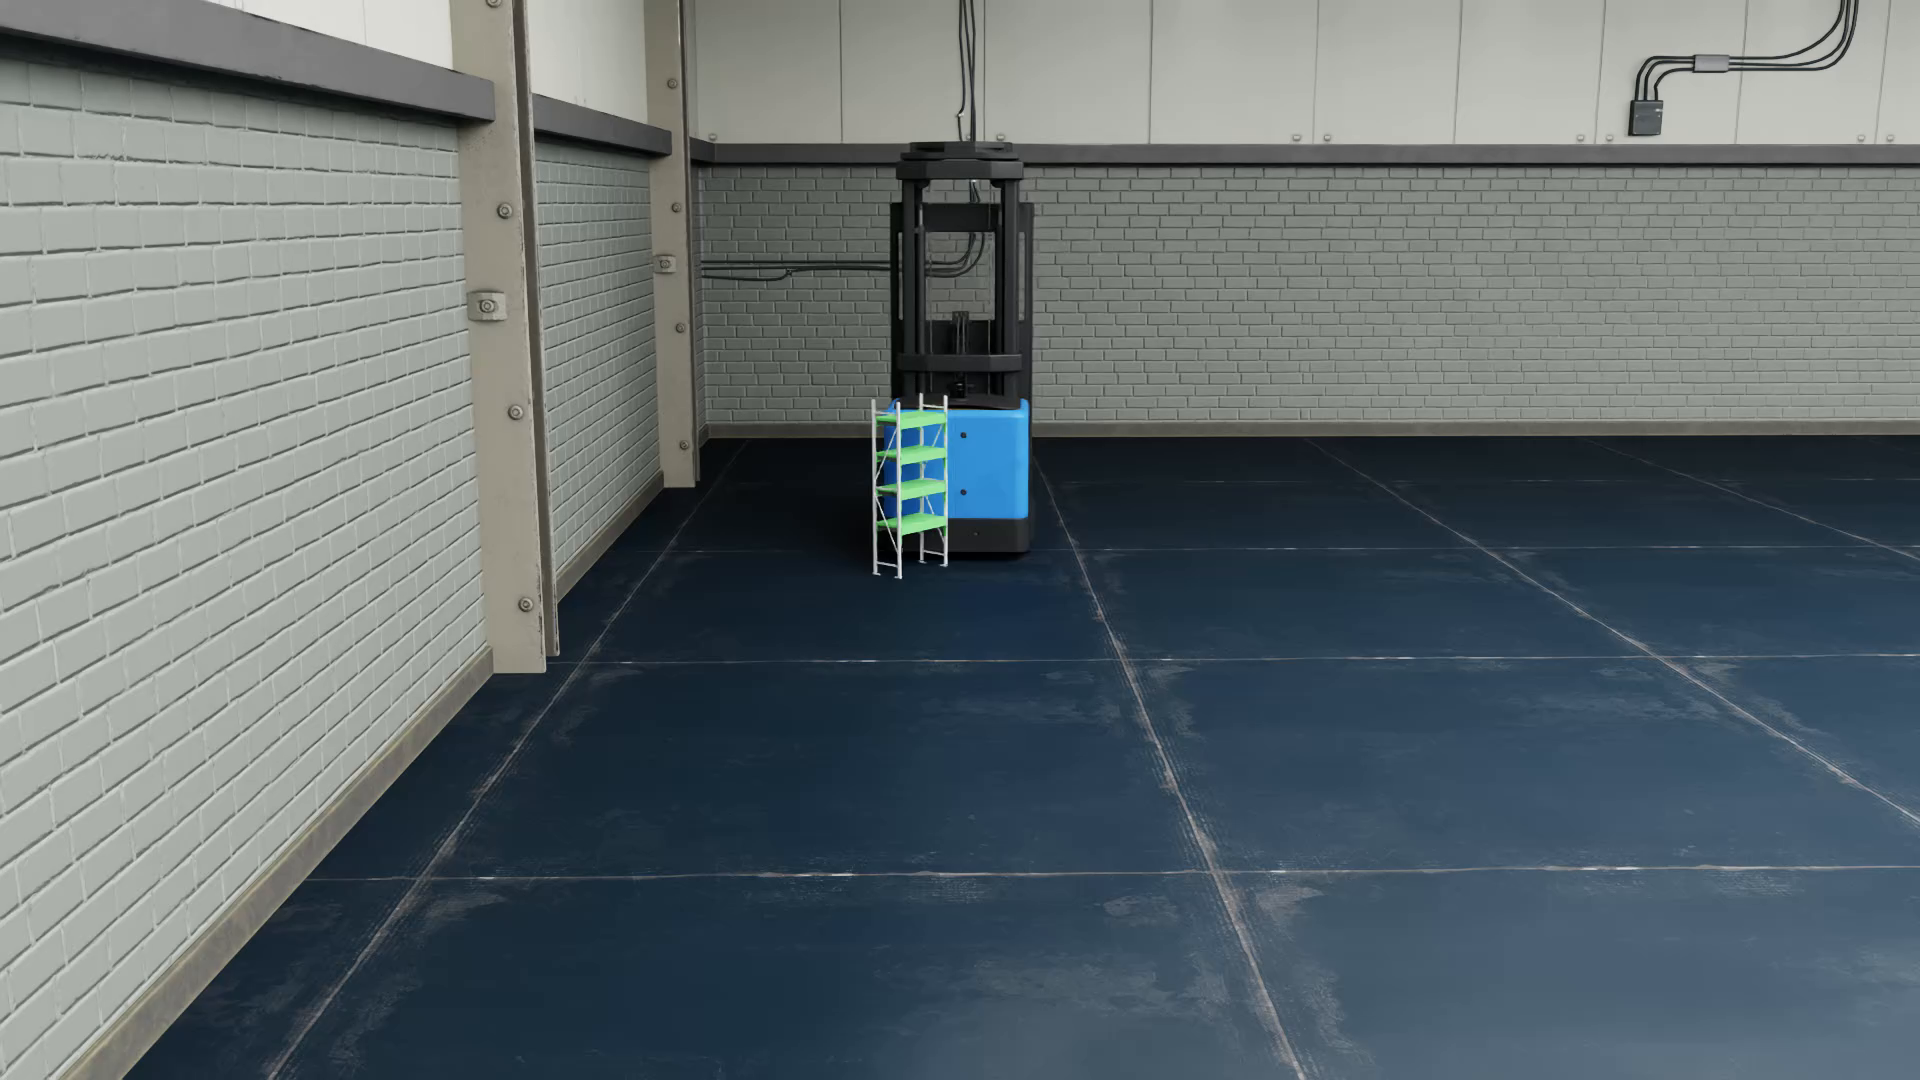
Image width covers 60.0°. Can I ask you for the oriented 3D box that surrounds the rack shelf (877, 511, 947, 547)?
[{"bbox_3d":[-0.341,-0.080,11.465,0.258,0.148,0.480,9,15,38],"label":"rack shelf"}]

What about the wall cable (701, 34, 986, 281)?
[{"bbox_3d":[-1.275,-3.991,17.408,3.097,2.526,0.112,0,11,-1],"label":"wall cable"}]

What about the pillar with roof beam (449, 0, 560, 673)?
[{"bbox_3d":[1.892,-3.747,8.394,9.100,9.000,0.400,0,11,-1],"label":"pillar with roof beam"}]

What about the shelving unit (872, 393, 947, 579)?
[{"bbox_3d":[-0.341,-0.378,11.405,0.258,1.200,0.503,9,15,38],"label":"shelving unit"}]

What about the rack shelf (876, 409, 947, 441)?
[{"bbox_3d":[-0.341,-0.786,11.322,0.258,0.148,0.480,9,15,38],"label":"rack shelf"}]

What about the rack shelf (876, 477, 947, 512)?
[{"bbox_3d":[-0.341,-0.315,11.418,0.258,0.148,0.480,9,15,38],"label":"rack shelf"}]

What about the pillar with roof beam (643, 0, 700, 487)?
[{"bbox_3d":[1.768,-4.939,14.273,9.100,9.000,0.400,0,11,-1],"label":"pillar with roof beam"}]

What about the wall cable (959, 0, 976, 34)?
[{"bbox_3d":[1.430,-6.477,16.960,3.097,2.526,0.112,0,11,-1],"label":"wall cable"}]

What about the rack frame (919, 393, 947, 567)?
[{"bbox_3d":[-0.186,-0.416,11.590,0.240,1.200,0.015,9,15,38],"label":"rack frame"}]

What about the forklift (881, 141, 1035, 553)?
[{"bbox_3d":[0.023,-1.582,12.987,1.130,2.935,3.031,0,11,2],"label":"forklift"}]

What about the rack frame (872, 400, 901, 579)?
[{"bbox_3d":[-0.495,-0.341,11.220,0.240,1.200,0.015,9,15,38],"label":"rack frame"}]

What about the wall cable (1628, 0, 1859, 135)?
[{"bbox_3d":[8.217,-7.215,16.938,2.305,6.003,0.169,0,11,-1],"label":"wall cable"}]

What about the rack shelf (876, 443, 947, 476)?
[{"bbox_3d":[-0.341,-0.551,11.370,0.258,0.148,0.480,9,15,38],"label":"rack shelf"}]
